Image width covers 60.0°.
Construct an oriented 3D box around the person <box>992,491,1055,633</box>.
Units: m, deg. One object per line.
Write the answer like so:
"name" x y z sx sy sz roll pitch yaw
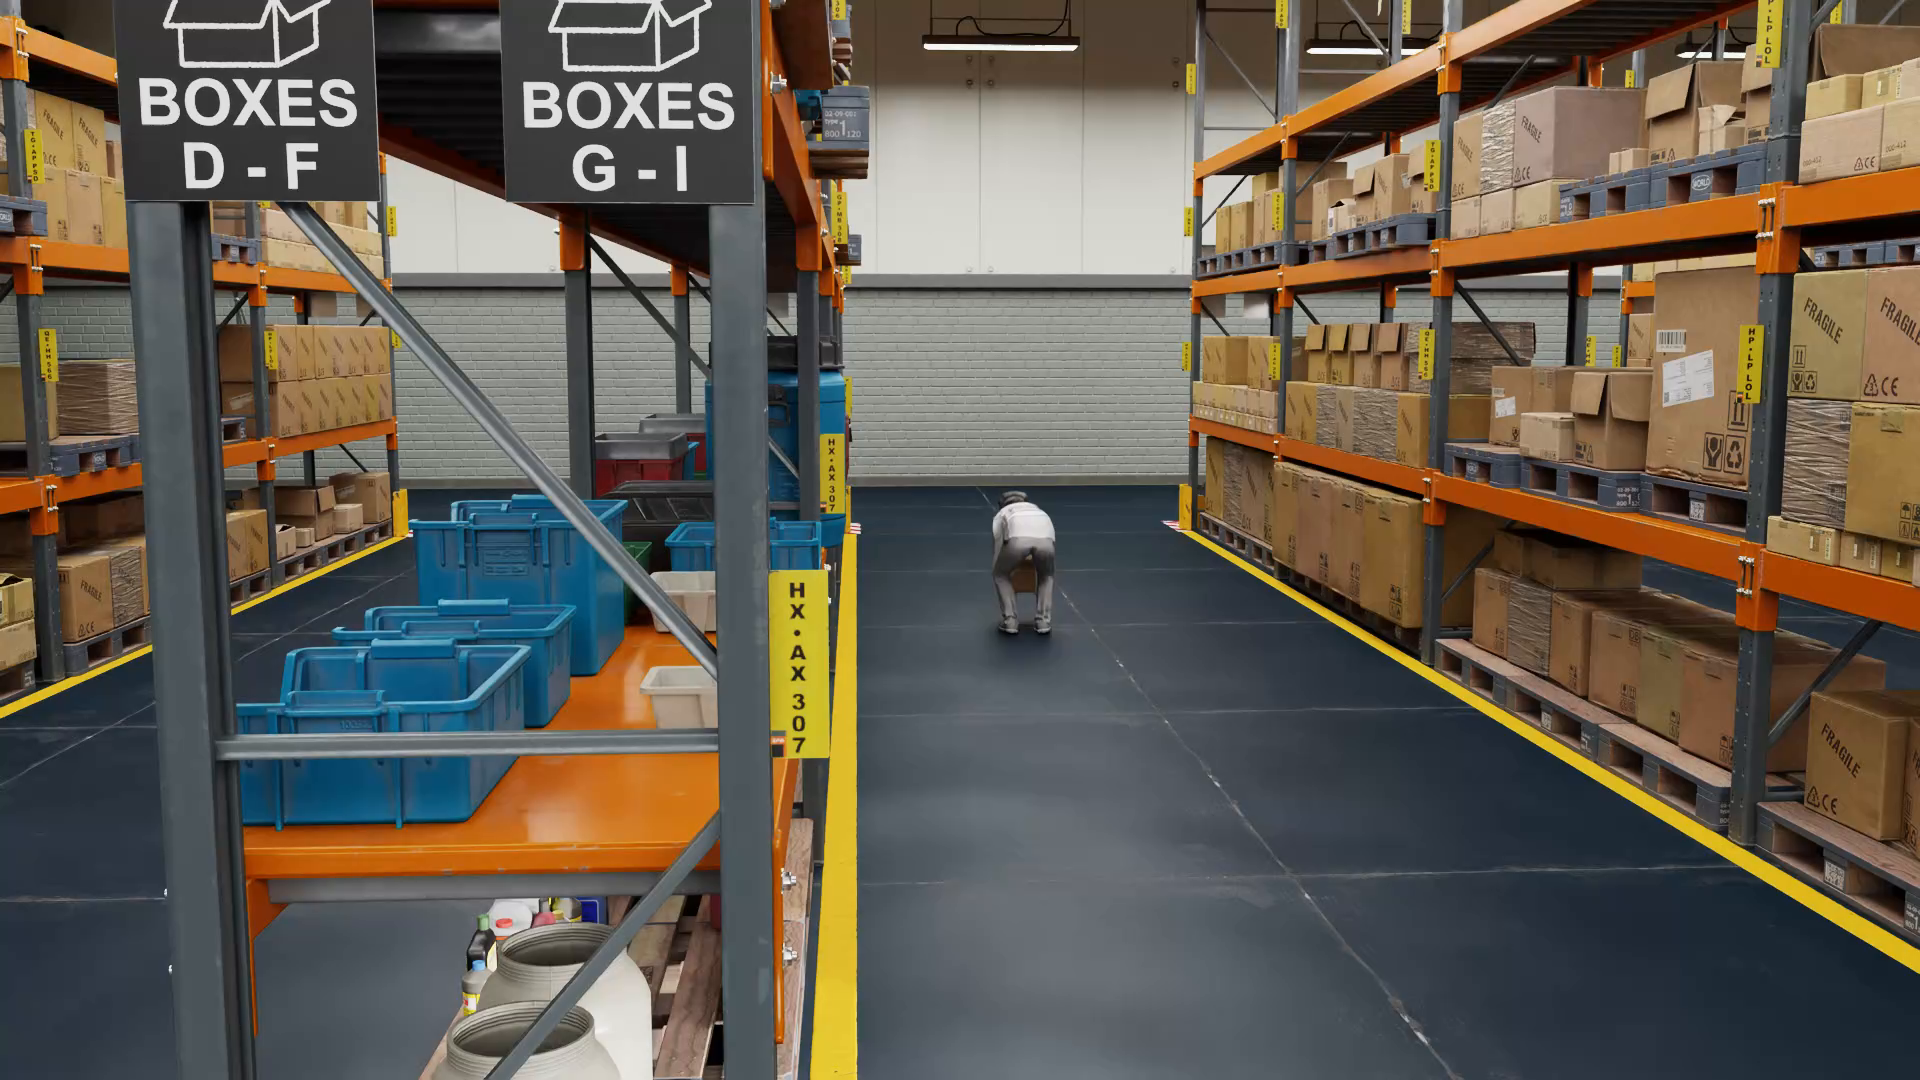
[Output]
"person" 0.473 0.165 12.585 0.464 1.017 0.921 -1 7 -6
